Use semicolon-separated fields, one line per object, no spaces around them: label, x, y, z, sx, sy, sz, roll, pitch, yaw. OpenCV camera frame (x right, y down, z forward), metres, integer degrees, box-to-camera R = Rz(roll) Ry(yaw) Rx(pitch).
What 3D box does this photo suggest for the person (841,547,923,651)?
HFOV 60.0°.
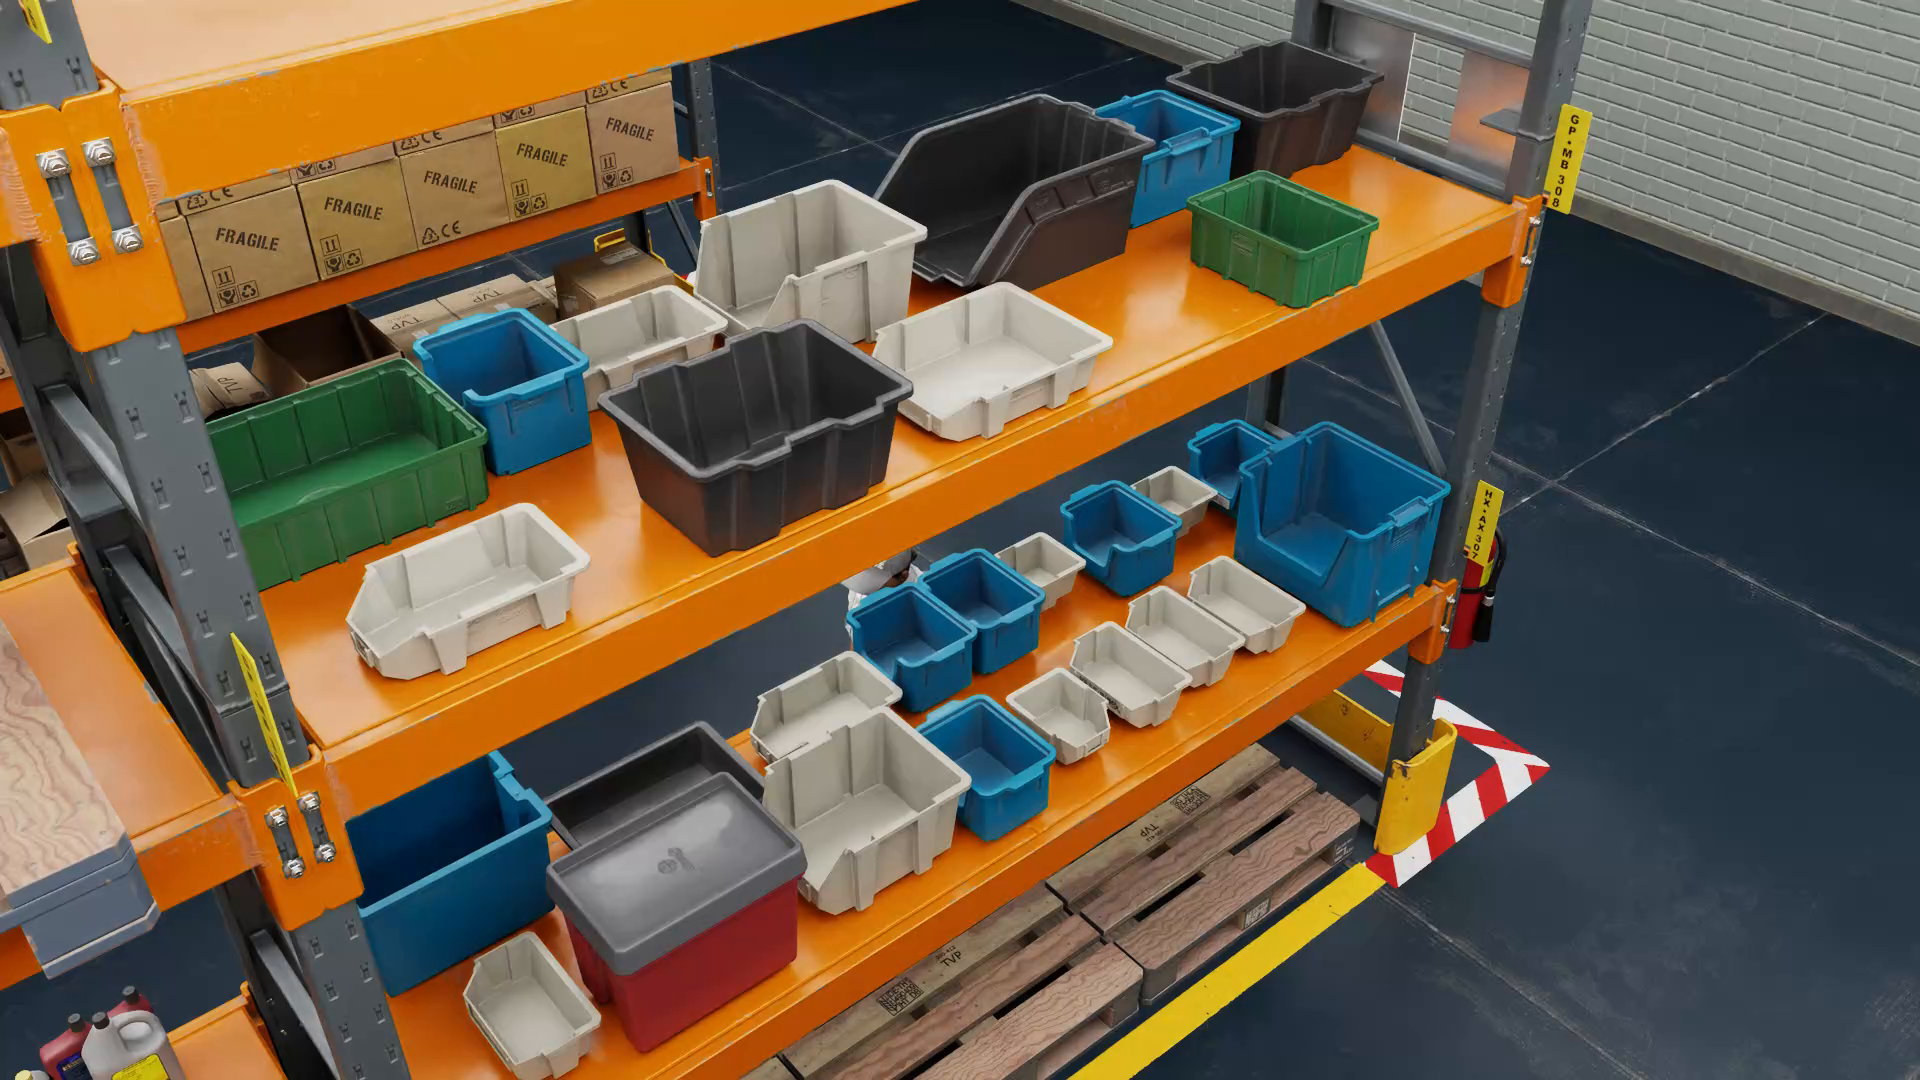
person;-0.250;0.611;6.233;0.470;1.666;0.563;-30;46;-34
